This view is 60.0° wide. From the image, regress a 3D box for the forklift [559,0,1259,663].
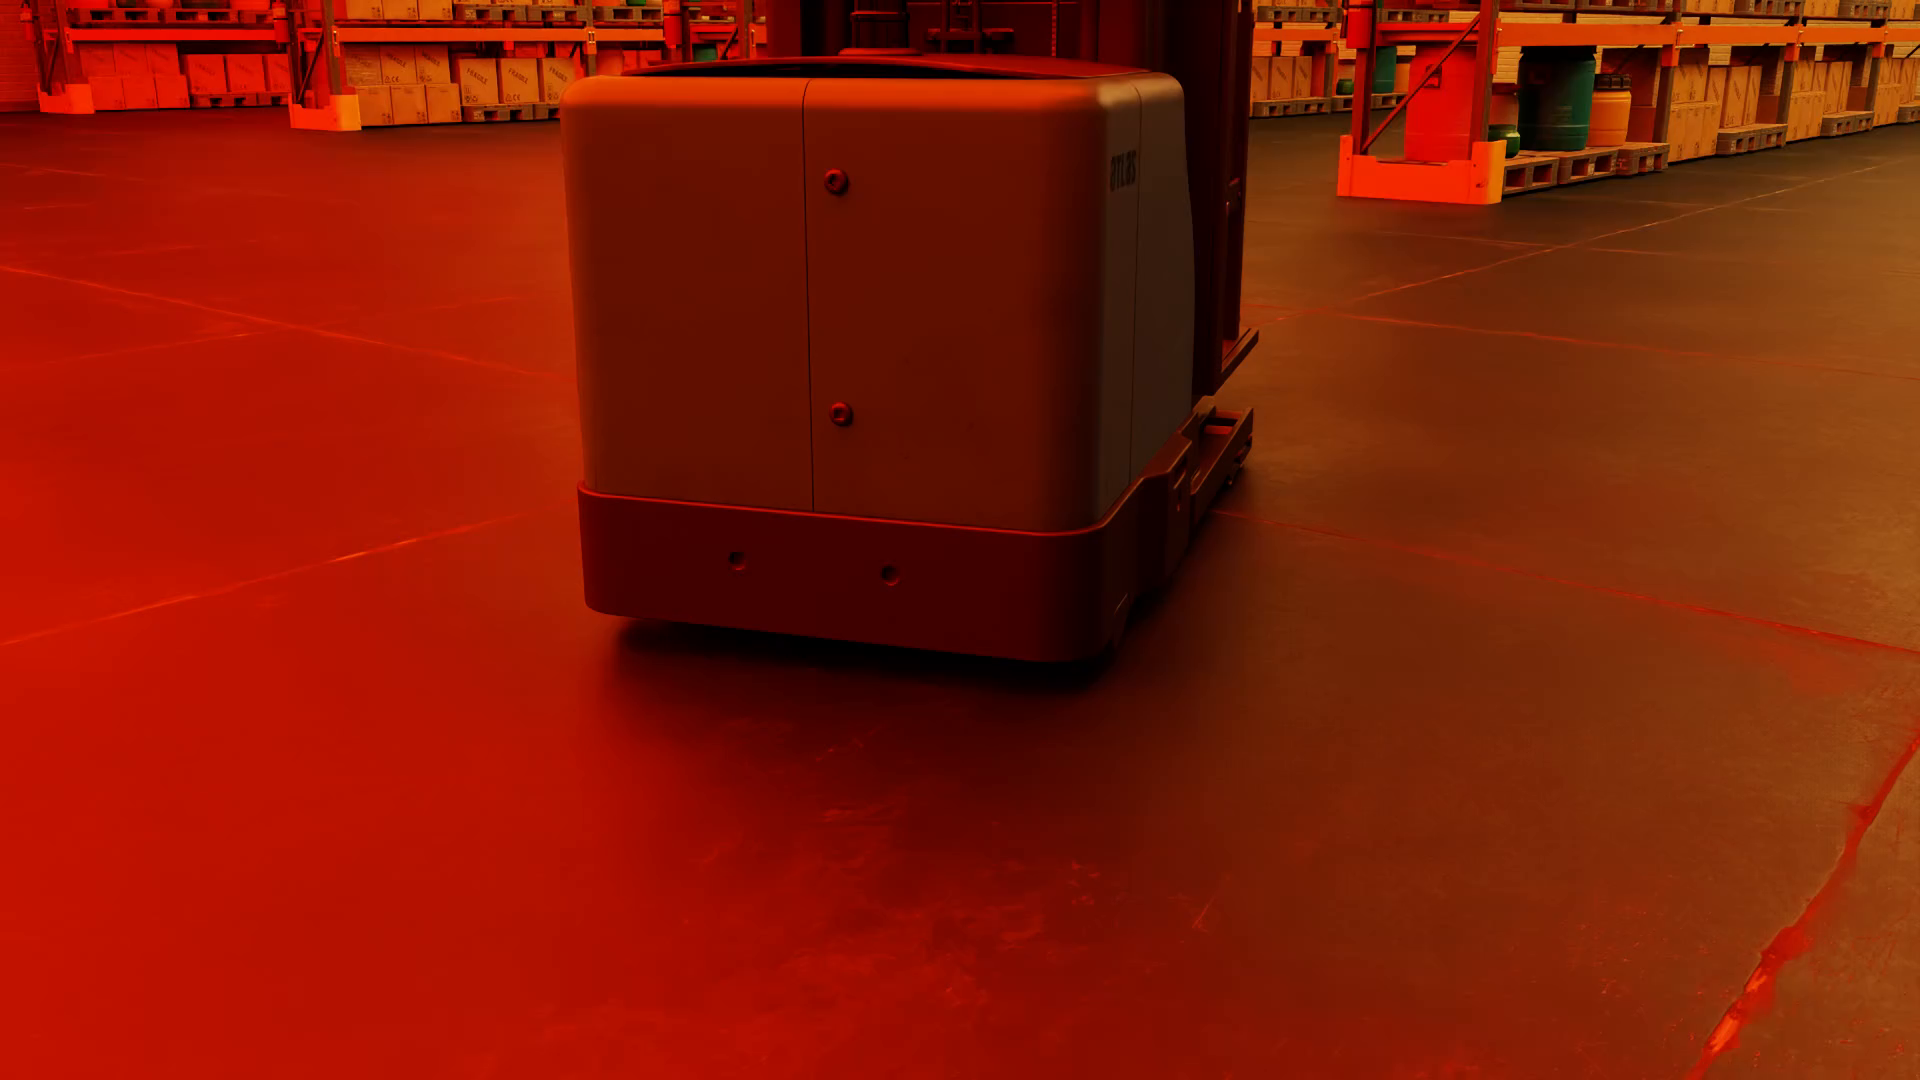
[{"bbox_3d":[0.182,-1.571,4.072,1.130,2.935,3.031,5,18,17],"label":"forklift"}]
